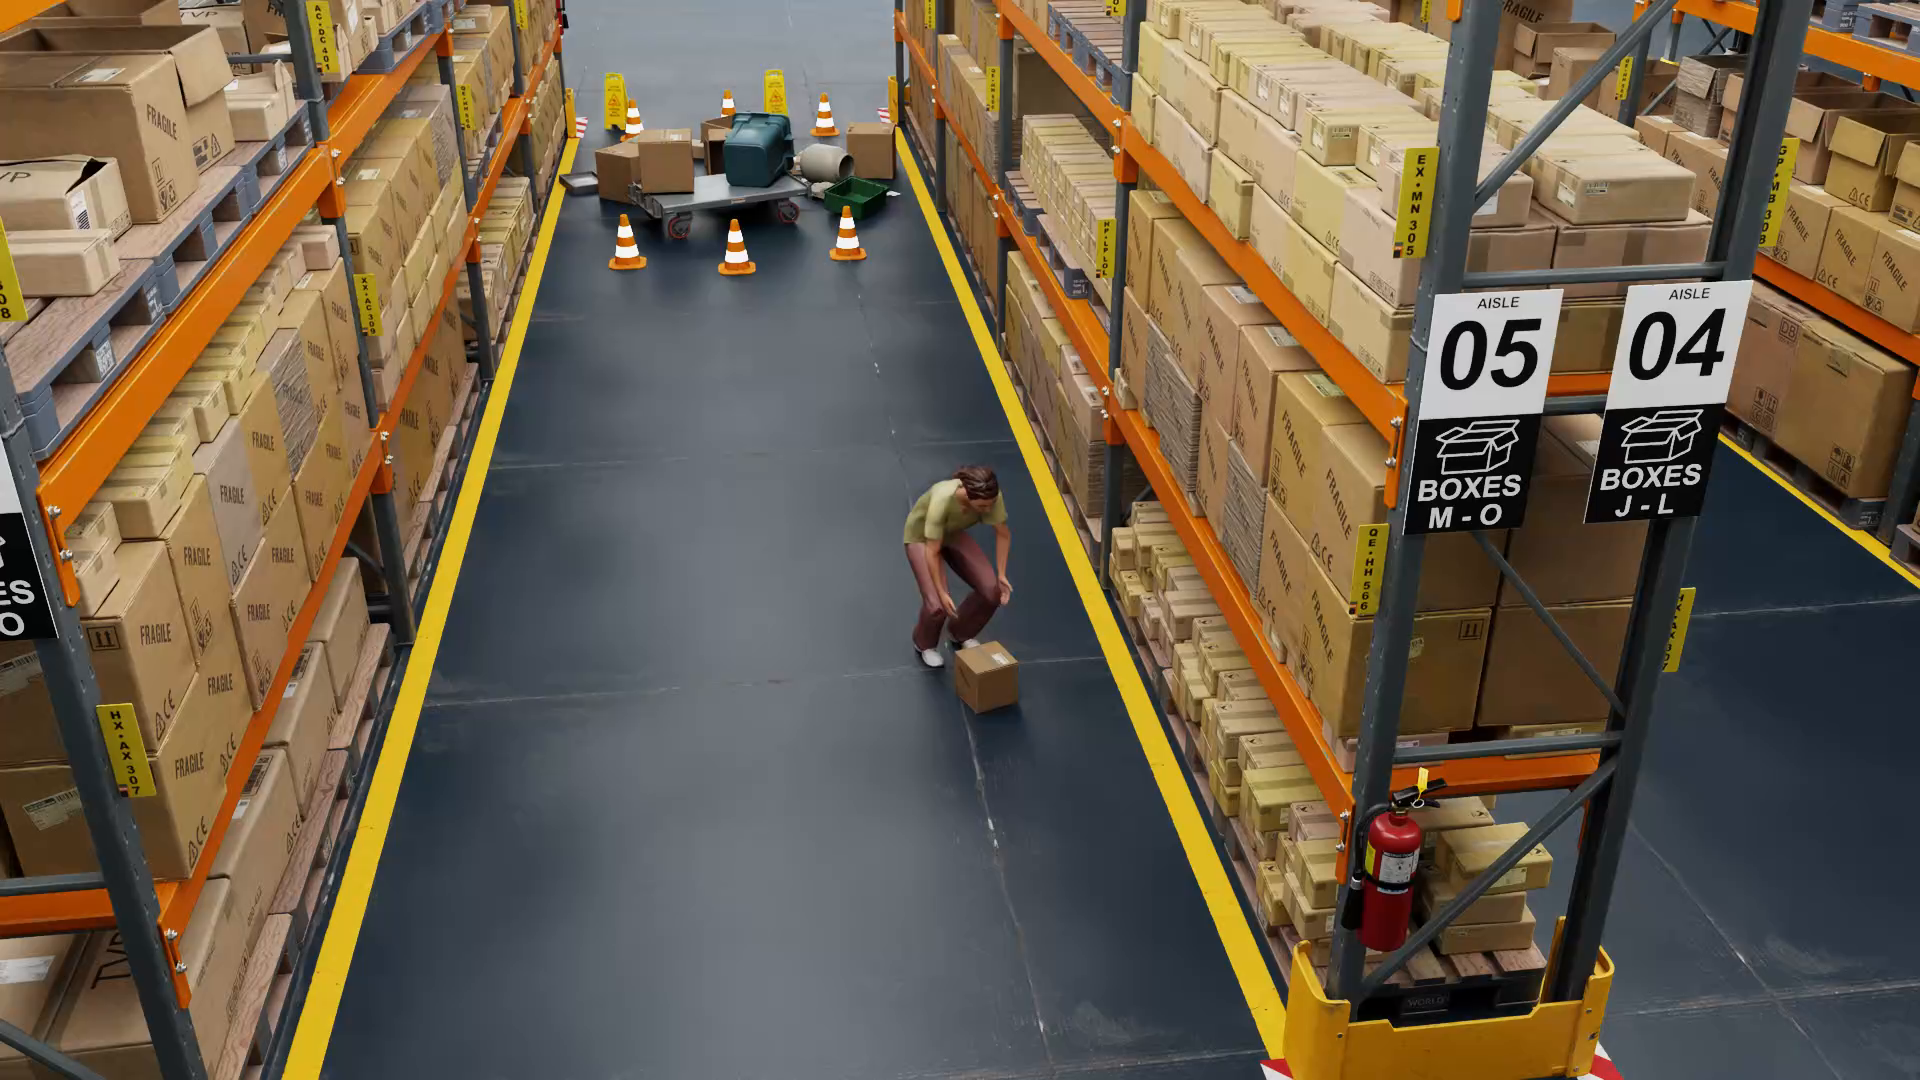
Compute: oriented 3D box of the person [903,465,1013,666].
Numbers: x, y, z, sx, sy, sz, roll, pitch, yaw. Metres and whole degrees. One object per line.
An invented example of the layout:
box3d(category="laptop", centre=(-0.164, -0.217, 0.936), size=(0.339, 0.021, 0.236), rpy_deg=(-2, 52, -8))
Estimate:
box3d(category="person", centre=(-0.005, 0.088, 8.922), size=(0.510, 1.246, 0.709), rpy_deg=(-13, 30, -24))
